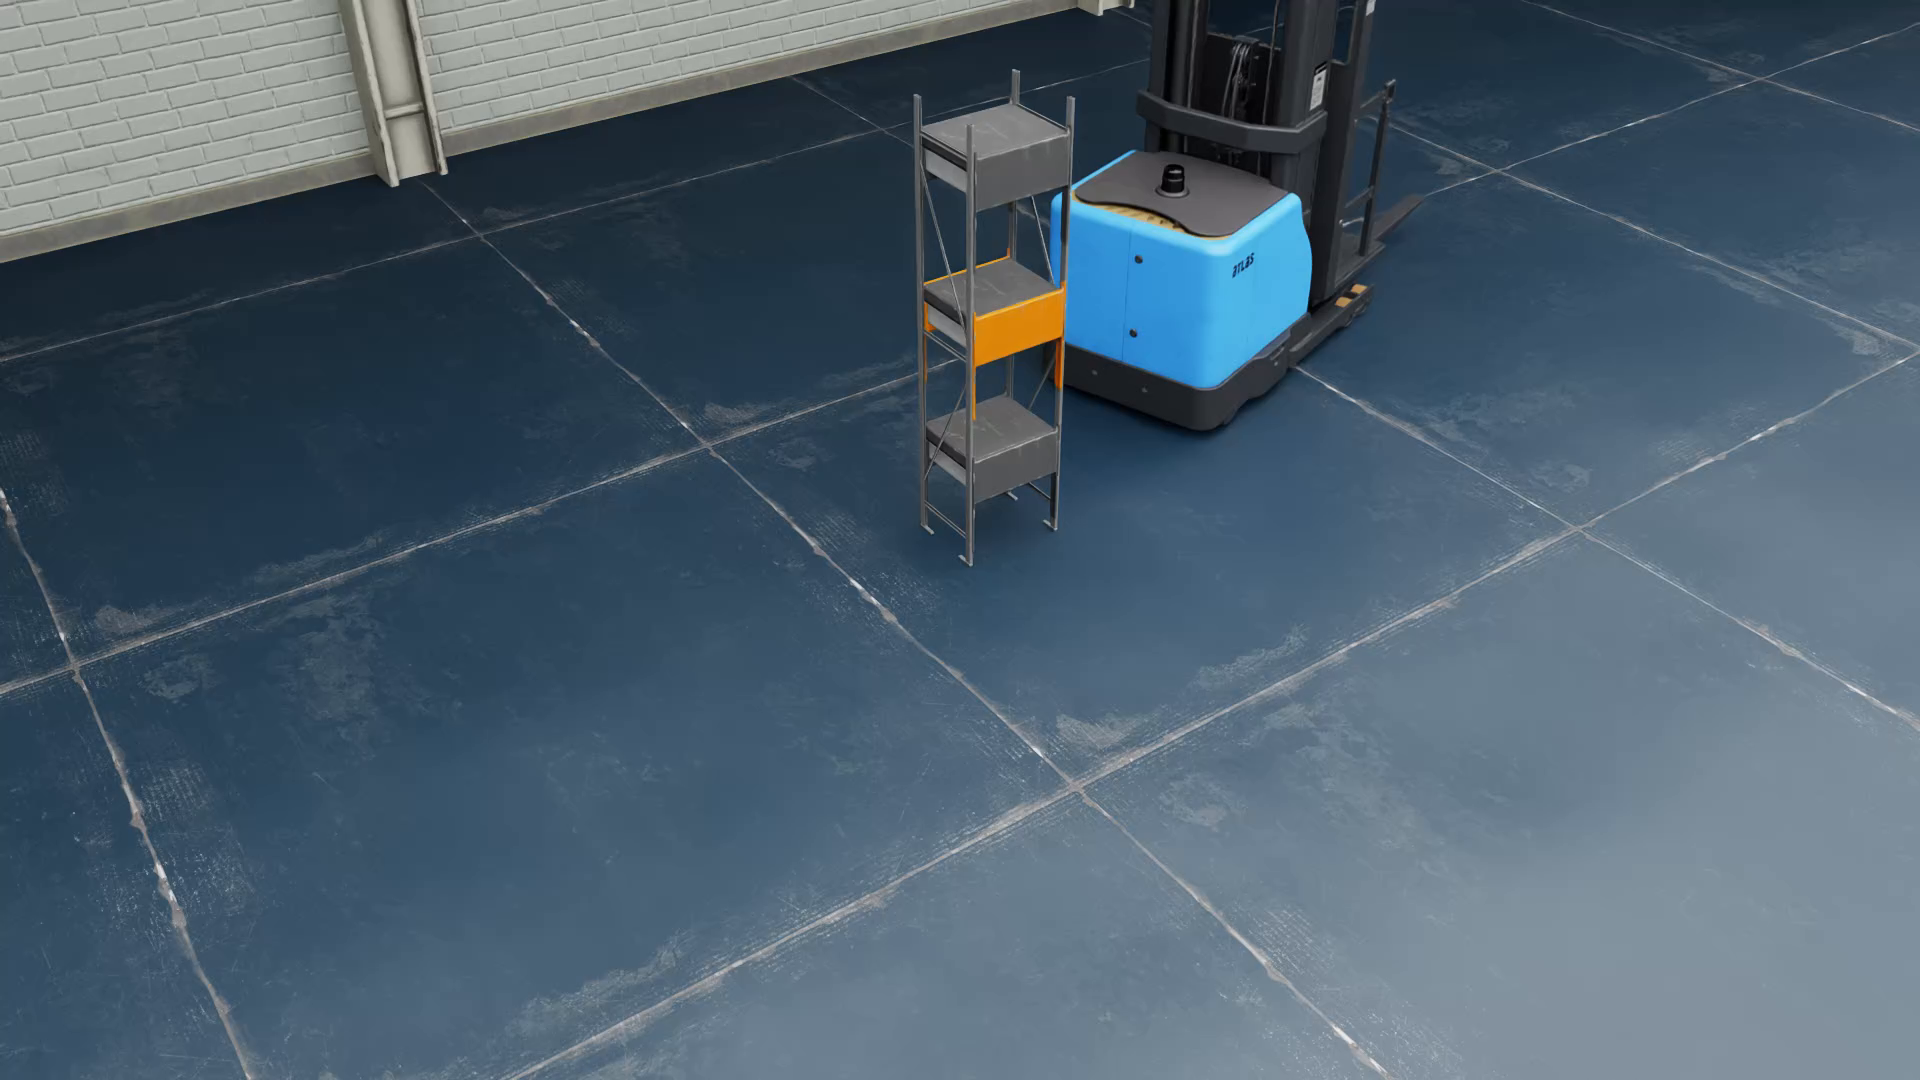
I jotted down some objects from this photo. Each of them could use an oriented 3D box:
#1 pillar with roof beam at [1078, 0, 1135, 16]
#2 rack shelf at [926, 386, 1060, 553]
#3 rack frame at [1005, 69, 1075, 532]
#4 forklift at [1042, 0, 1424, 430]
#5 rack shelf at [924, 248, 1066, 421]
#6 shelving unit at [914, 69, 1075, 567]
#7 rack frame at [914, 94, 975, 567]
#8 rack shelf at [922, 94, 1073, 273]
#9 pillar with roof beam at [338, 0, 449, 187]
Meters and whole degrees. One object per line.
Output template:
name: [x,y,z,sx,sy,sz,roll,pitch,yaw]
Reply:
pillar with roof beam: [3.698,-6.088,8.508,0.400,9.000,9.100,-22,41,-28]
rack shelf: [0.135,-0.329,7.631,0.480,0.518,0.431,-22,41,-28]
rack frame: [0.335,-0.990,7.328,0.015,2.100,0.400,-22,41,-28]
forklift: [1.718,-2.552,8.788,1.130,2.935,3.031,23,42,29]
rack shelf: [0.135,-0.897,7.222,0.480,0.518,0.431,-22,41,-28]
shelving unit: [0.135,-0.908,7.214,0.503,2.100,0.431,-22,41,-28]
rack frame: [-0.064,-0.826,7.100,0.015,2.100,0.400,-22,41,-28]
rack shelf: [0.135,-1.465,6.814,0.480,0.518,0.431,-22,41,-28]
pillar with roof beam: [-1.206,-4.070,5.702,0.400,9.000,9.100,-22,41,-28]
